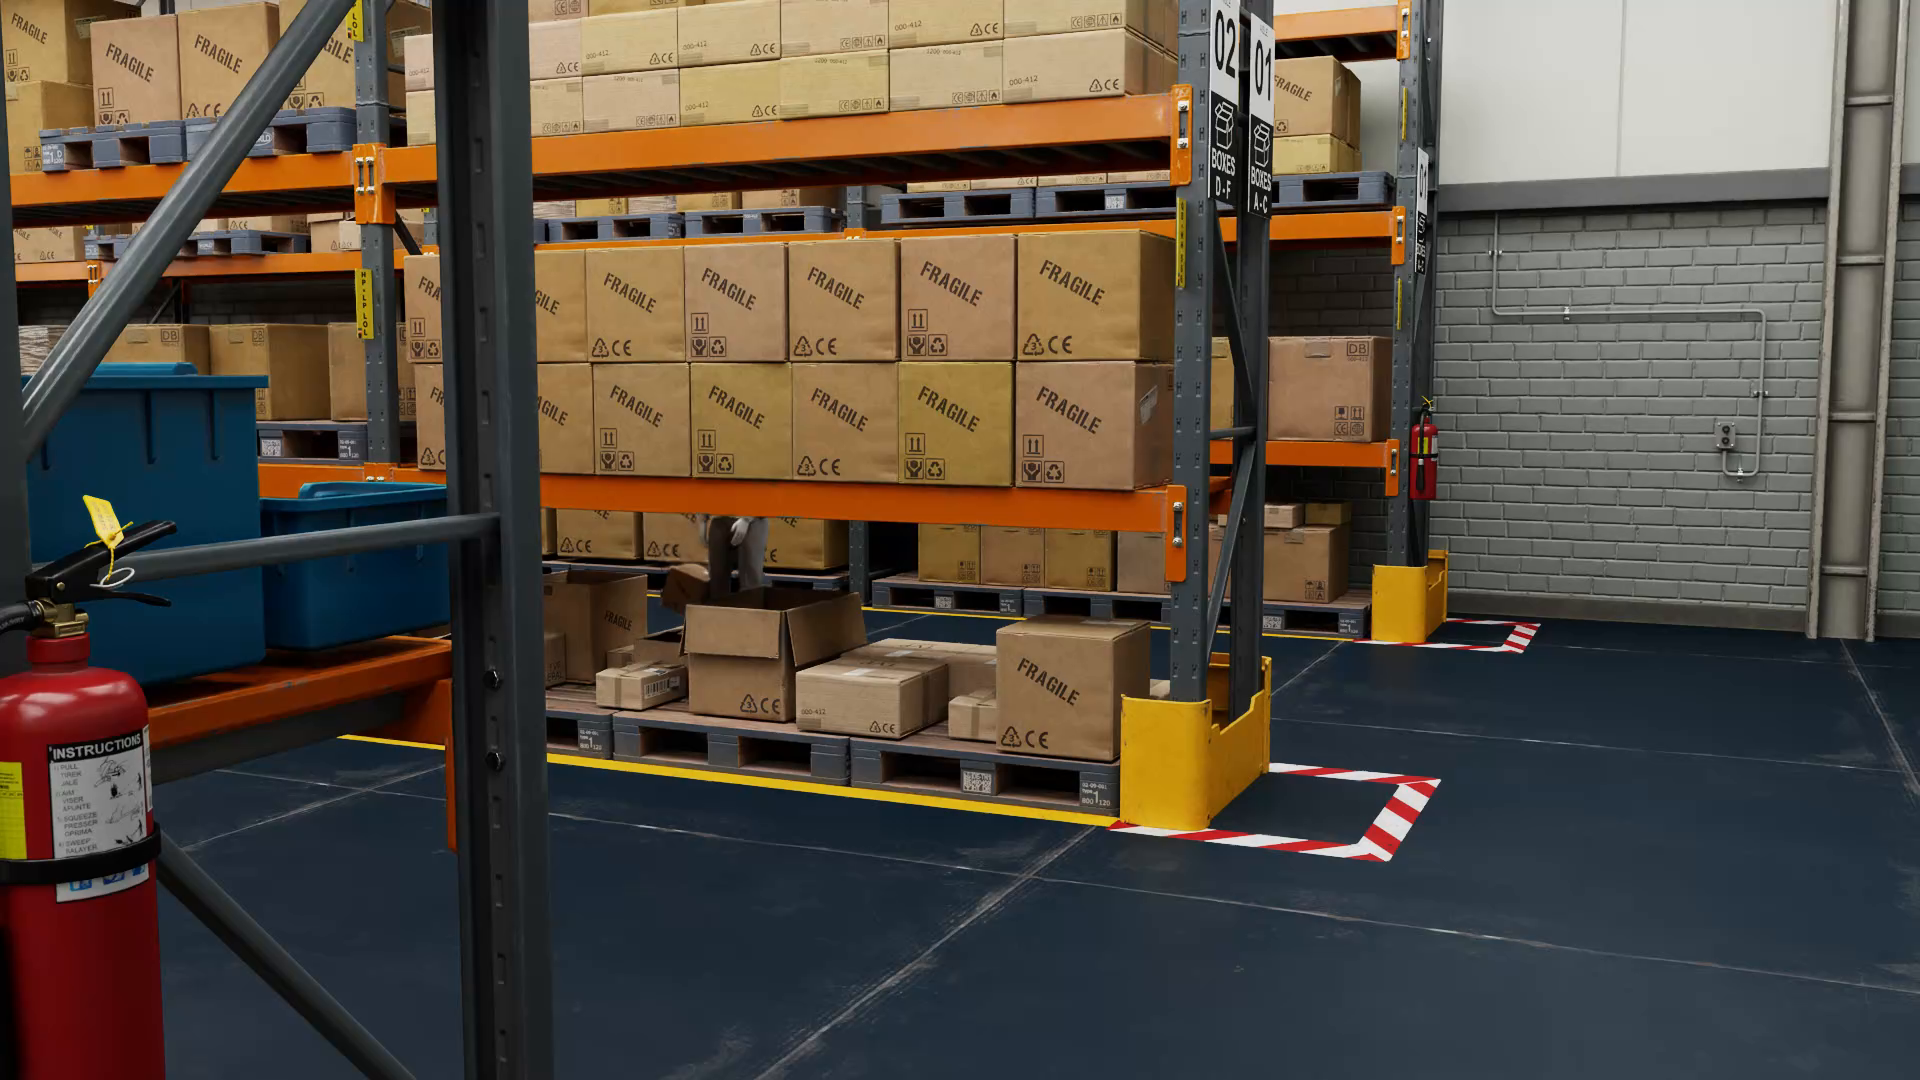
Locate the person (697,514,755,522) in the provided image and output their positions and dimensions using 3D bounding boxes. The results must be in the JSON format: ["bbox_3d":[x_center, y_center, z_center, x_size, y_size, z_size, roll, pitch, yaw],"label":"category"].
[{"bbox_3d":[-1.342,-0.401,9.846,0.501,0.602,0.324,3,6,25],"label":"person"}]
